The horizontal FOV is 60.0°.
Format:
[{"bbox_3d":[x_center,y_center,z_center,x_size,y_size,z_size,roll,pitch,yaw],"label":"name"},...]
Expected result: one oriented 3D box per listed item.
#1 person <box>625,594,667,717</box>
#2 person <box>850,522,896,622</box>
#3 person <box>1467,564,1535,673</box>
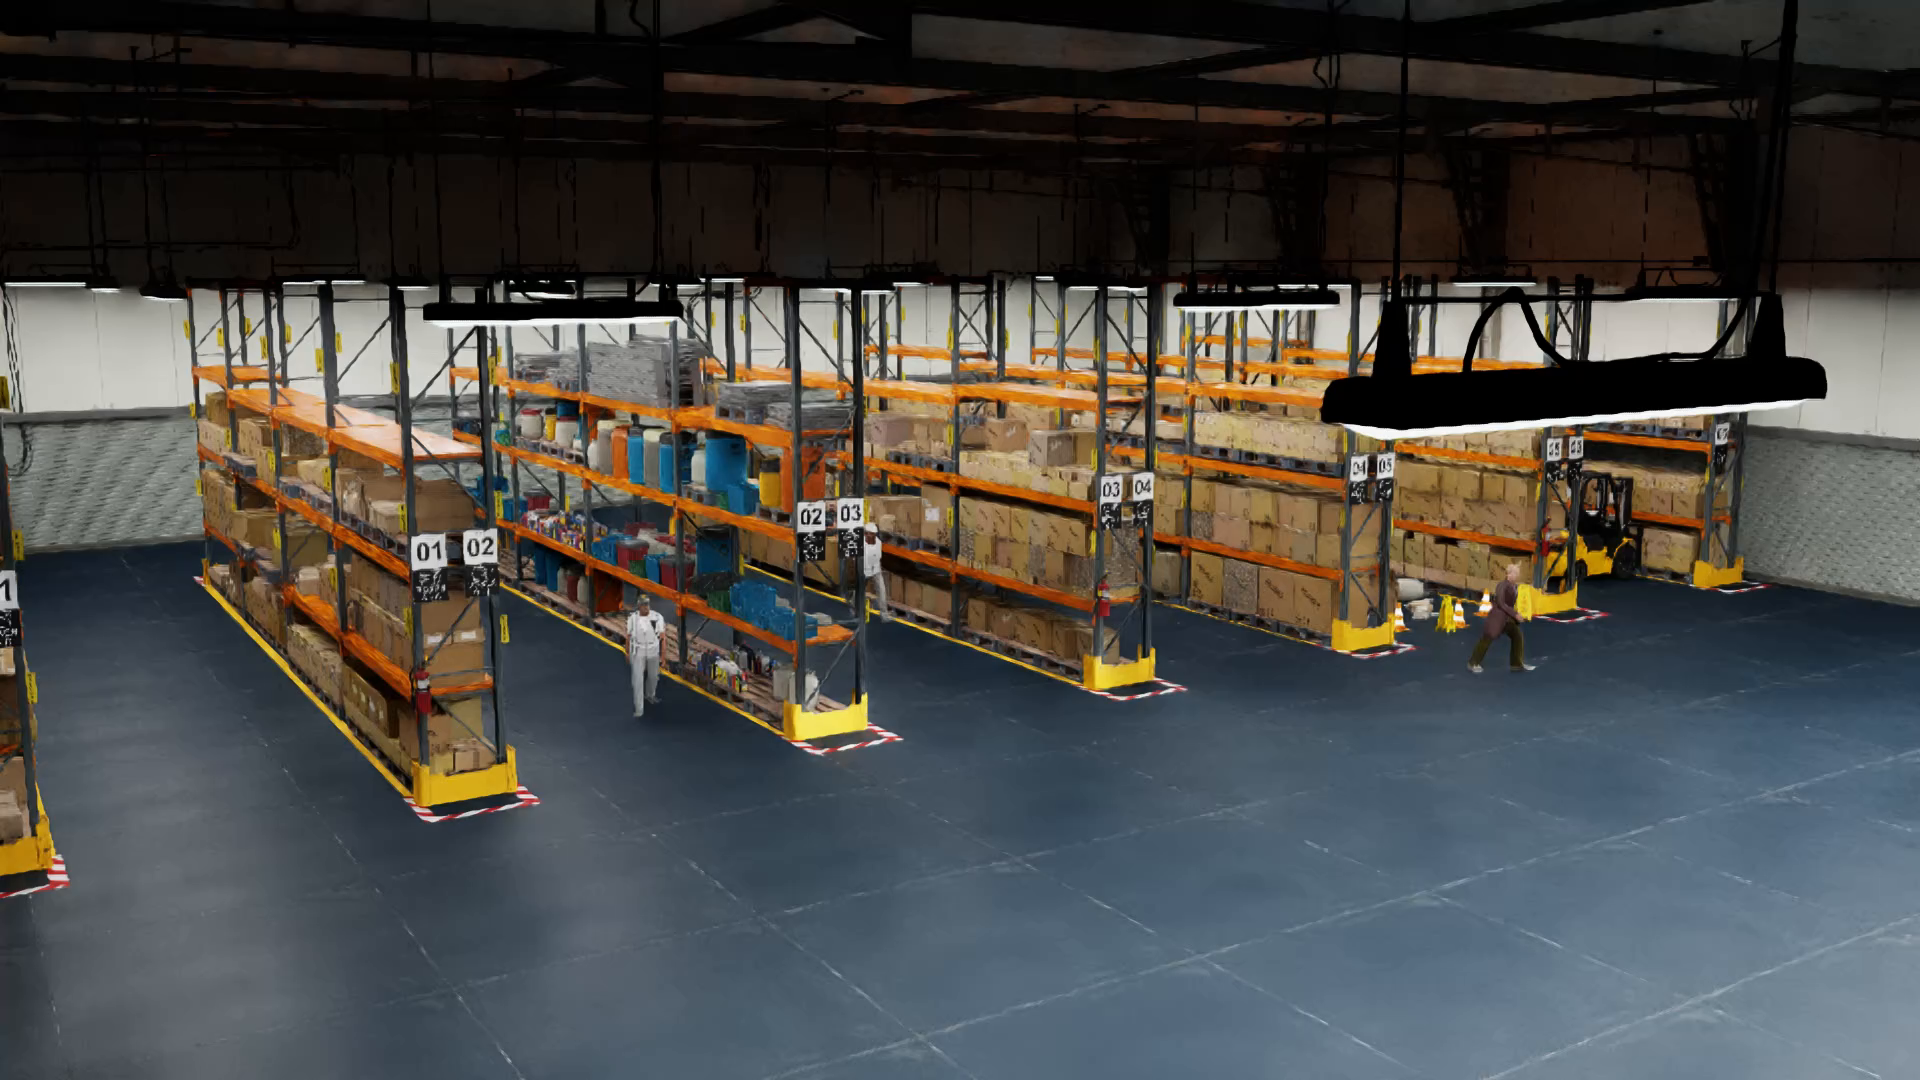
[{"bbox_3d":[-4.426,1.571,23.455,0.568,1.722,0.950,-3,10,-16],"label":"person"},{"bbox_3d":[-1.533,0.531,28.123,0.577,1.684,1.128,-6,11,-30],"label":"person"},{"bbox_3d":[8.342,1.203,25.649,0.896,1.715,0.735,8,13,41],"label":"person"}]
